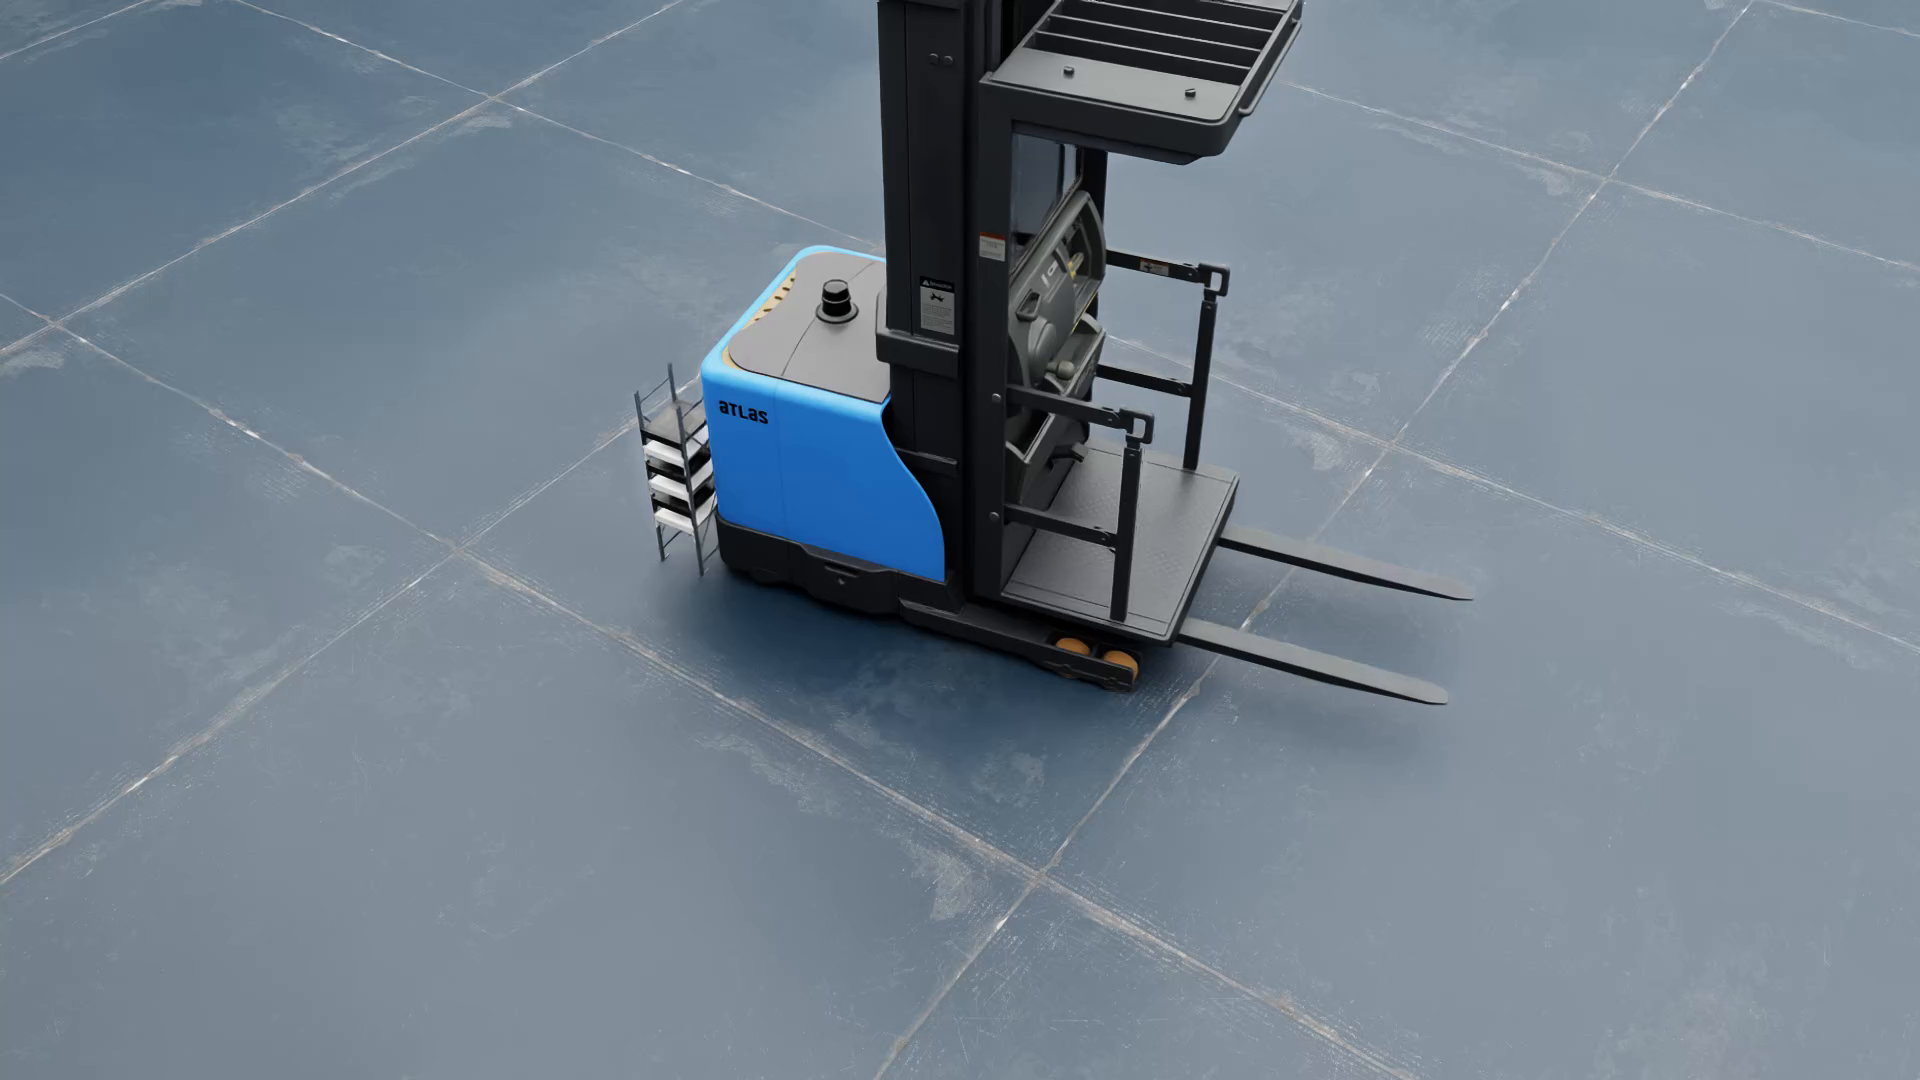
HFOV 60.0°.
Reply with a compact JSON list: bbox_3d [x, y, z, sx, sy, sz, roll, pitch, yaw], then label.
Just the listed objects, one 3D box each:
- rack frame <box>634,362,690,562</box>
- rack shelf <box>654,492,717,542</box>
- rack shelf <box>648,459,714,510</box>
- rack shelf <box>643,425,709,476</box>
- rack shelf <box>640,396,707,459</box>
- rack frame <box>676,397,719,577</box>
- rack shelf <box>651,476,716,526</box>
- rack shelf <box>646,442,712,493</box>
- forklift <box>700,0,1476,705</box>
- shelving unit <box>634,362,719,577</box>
[{"bbox_3d":[-1.223,-0.313,6.925,0.006,0.900,0.240,20,46,21],"label":"rack frame"},{"bbox_3d":[-1.134,-0.122,7.031,0.200,0.077,0.258,20,46,21],"label":"rack shelf"},{"bbox_3d":[-1.134,-0.256,6.911,0.200,0.077,0.258,20,46,21],"label":"rack shelf"},{"bbox_3d":[-1.134,-0.390,6.791,0.200,0.077,0.258,20,46,21],"label":"rack shelf"},{"bbox_3d":[-1.134,-0.457,6.731,0.200,0.077,0.258,20,46,21],"label":"rack shelf"},{"bbox_3d":[-1.045,-0.248,6.852,0.006,0.900,0.240,20,46,21],"label":"rack frame"},{"bbox_3d":[-1.134,-0.189,6.971,0.200,0.077,0.258,20,46,21],"label":"rack shelf"},{"bbox_3d":[-1.134,-0.323,6.851,0.200,0.077,0.258,20,46,21],"label":"rack shelf"},{"bbox_3d":[0.546,-0.896,6.053,3.031,2.935,1.130,15,44,16],"label":"forklift"},{"bbox_3d":[-1.134,-0.281,6.889,0.210,0.900,0.258,20,46,21],"label":"shelving unit"}]
